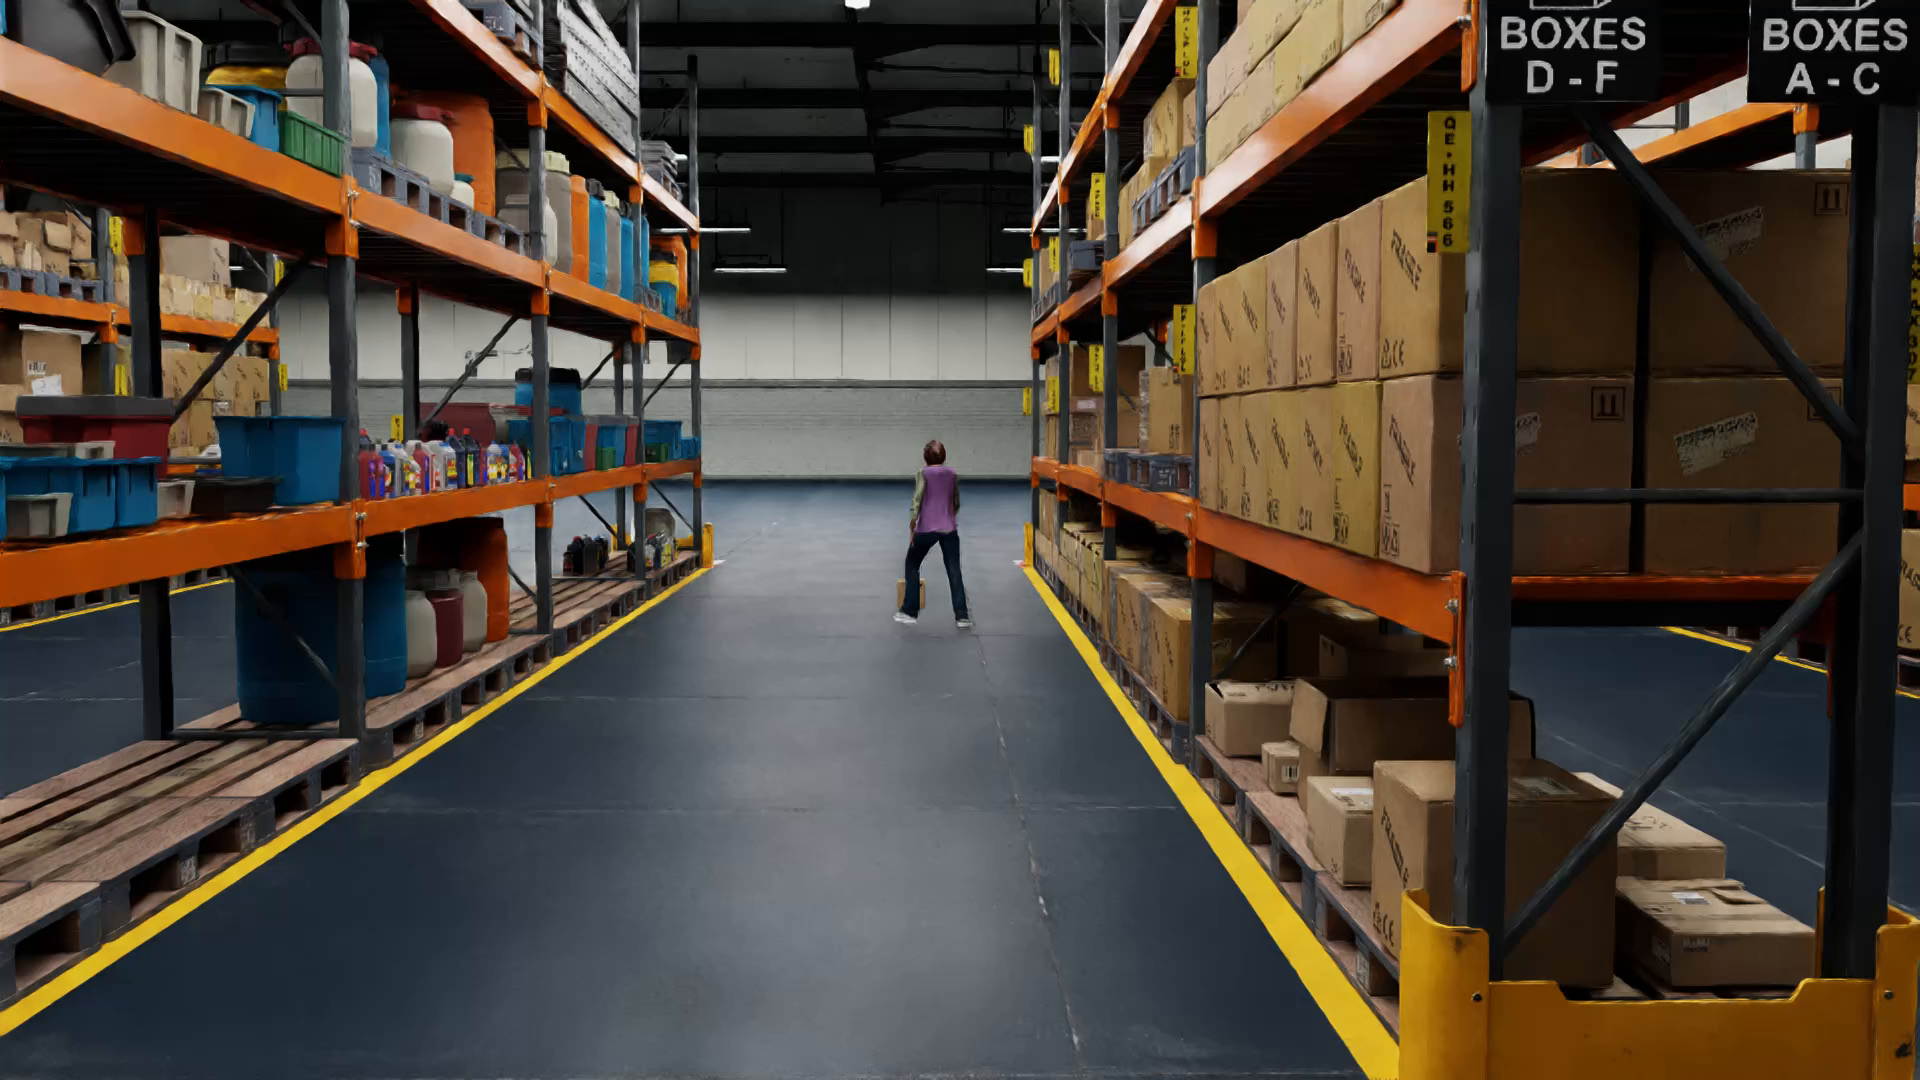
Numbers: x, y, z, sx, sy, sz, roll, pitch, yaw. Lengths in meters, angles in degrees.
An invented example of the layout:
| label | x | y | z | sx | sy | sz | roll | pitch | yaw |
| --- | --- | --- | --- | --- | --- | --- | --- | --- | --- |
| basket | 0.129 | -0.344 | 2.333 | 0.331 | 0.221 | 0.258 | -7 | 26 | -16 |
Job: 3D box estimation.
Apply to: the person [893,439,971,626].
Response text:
| label | x | y | z | sx | sy | sz | roll | pitch | yaw |
| --- | --- | --- | --- | --- | --- | --- | --- | --- | --- |
| person | -0.213 | -0.010 | 13.834 | 0.515 | 1.431 | 0.726 | -1 | 4 | -20 |
